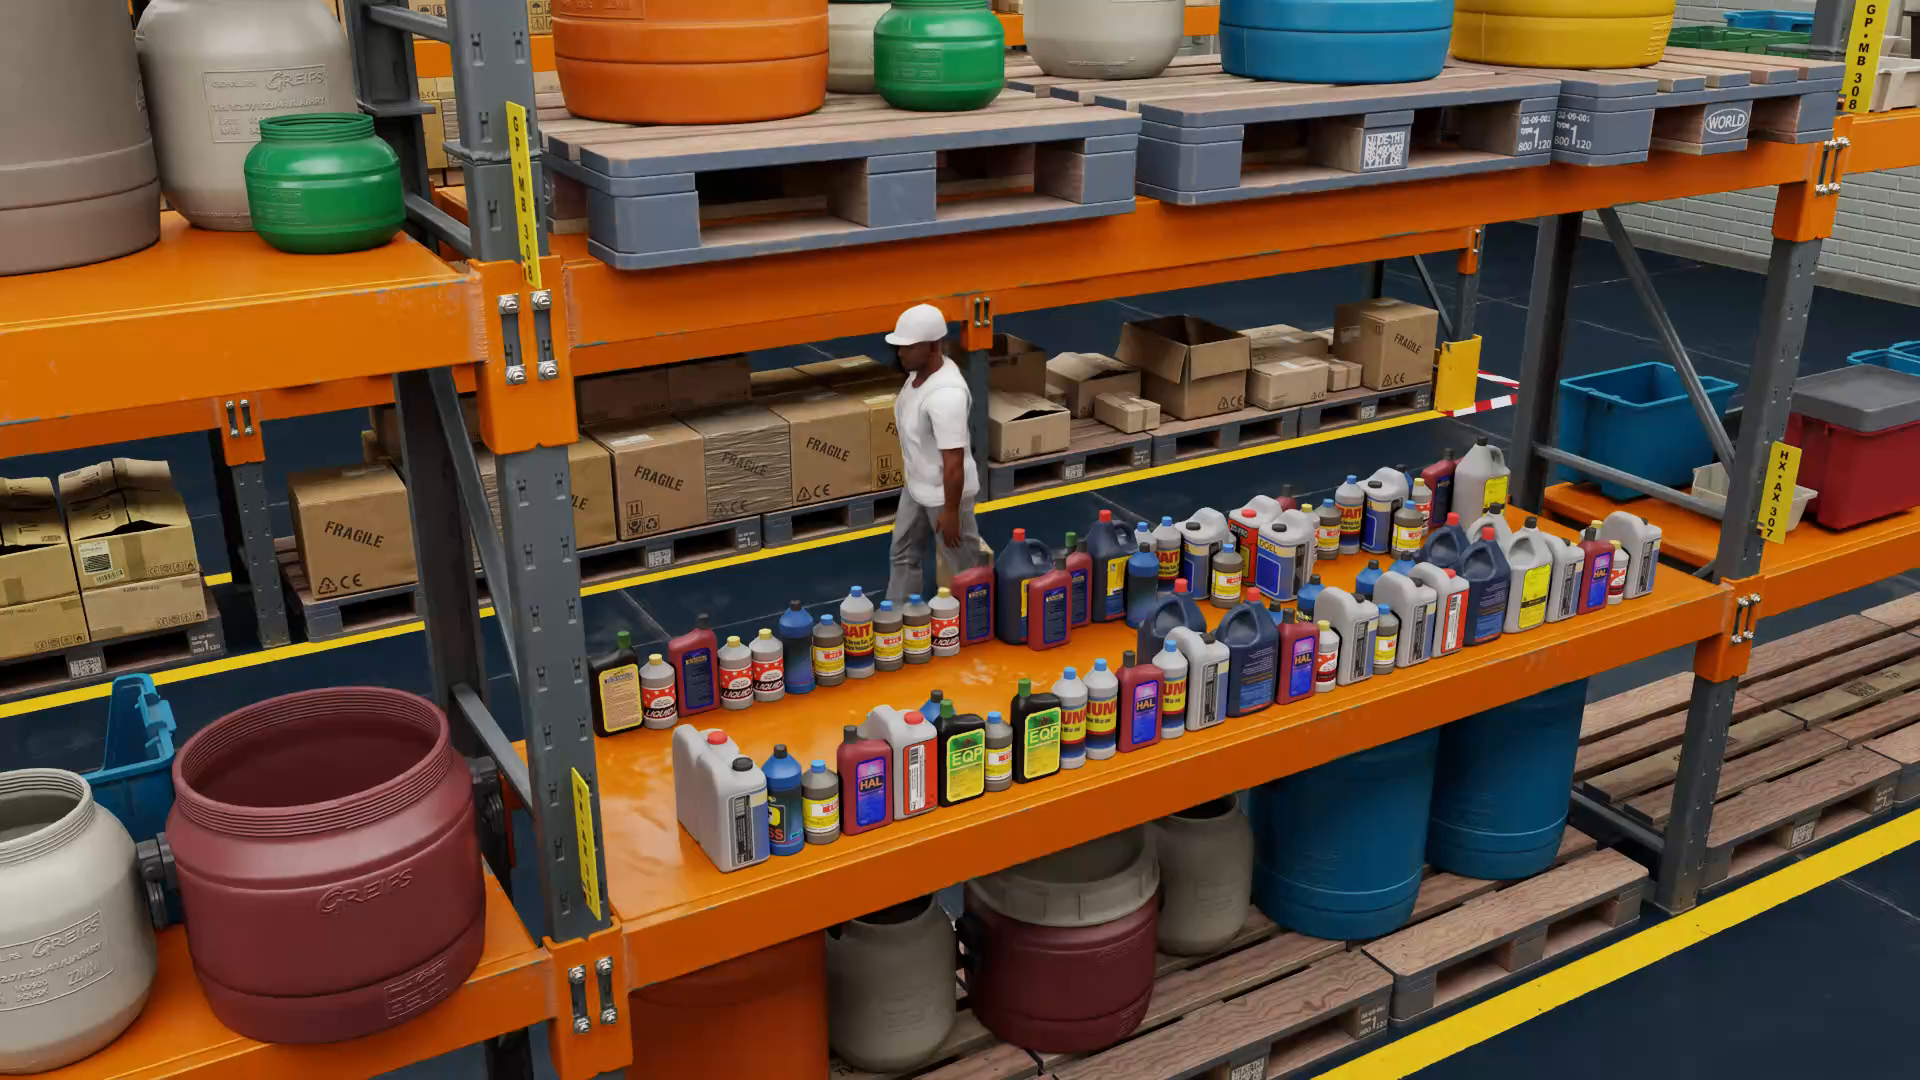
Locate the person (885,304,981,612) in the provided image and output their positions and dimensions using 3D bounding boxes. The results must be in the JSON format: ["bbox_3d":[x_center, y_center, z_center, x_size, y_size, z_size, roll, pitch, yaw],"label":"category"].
[{"bbox_3d":[-0.108,-0.226,7.655,0.785,1.765,0.624,-6,22,-15],"label":"person"}]
